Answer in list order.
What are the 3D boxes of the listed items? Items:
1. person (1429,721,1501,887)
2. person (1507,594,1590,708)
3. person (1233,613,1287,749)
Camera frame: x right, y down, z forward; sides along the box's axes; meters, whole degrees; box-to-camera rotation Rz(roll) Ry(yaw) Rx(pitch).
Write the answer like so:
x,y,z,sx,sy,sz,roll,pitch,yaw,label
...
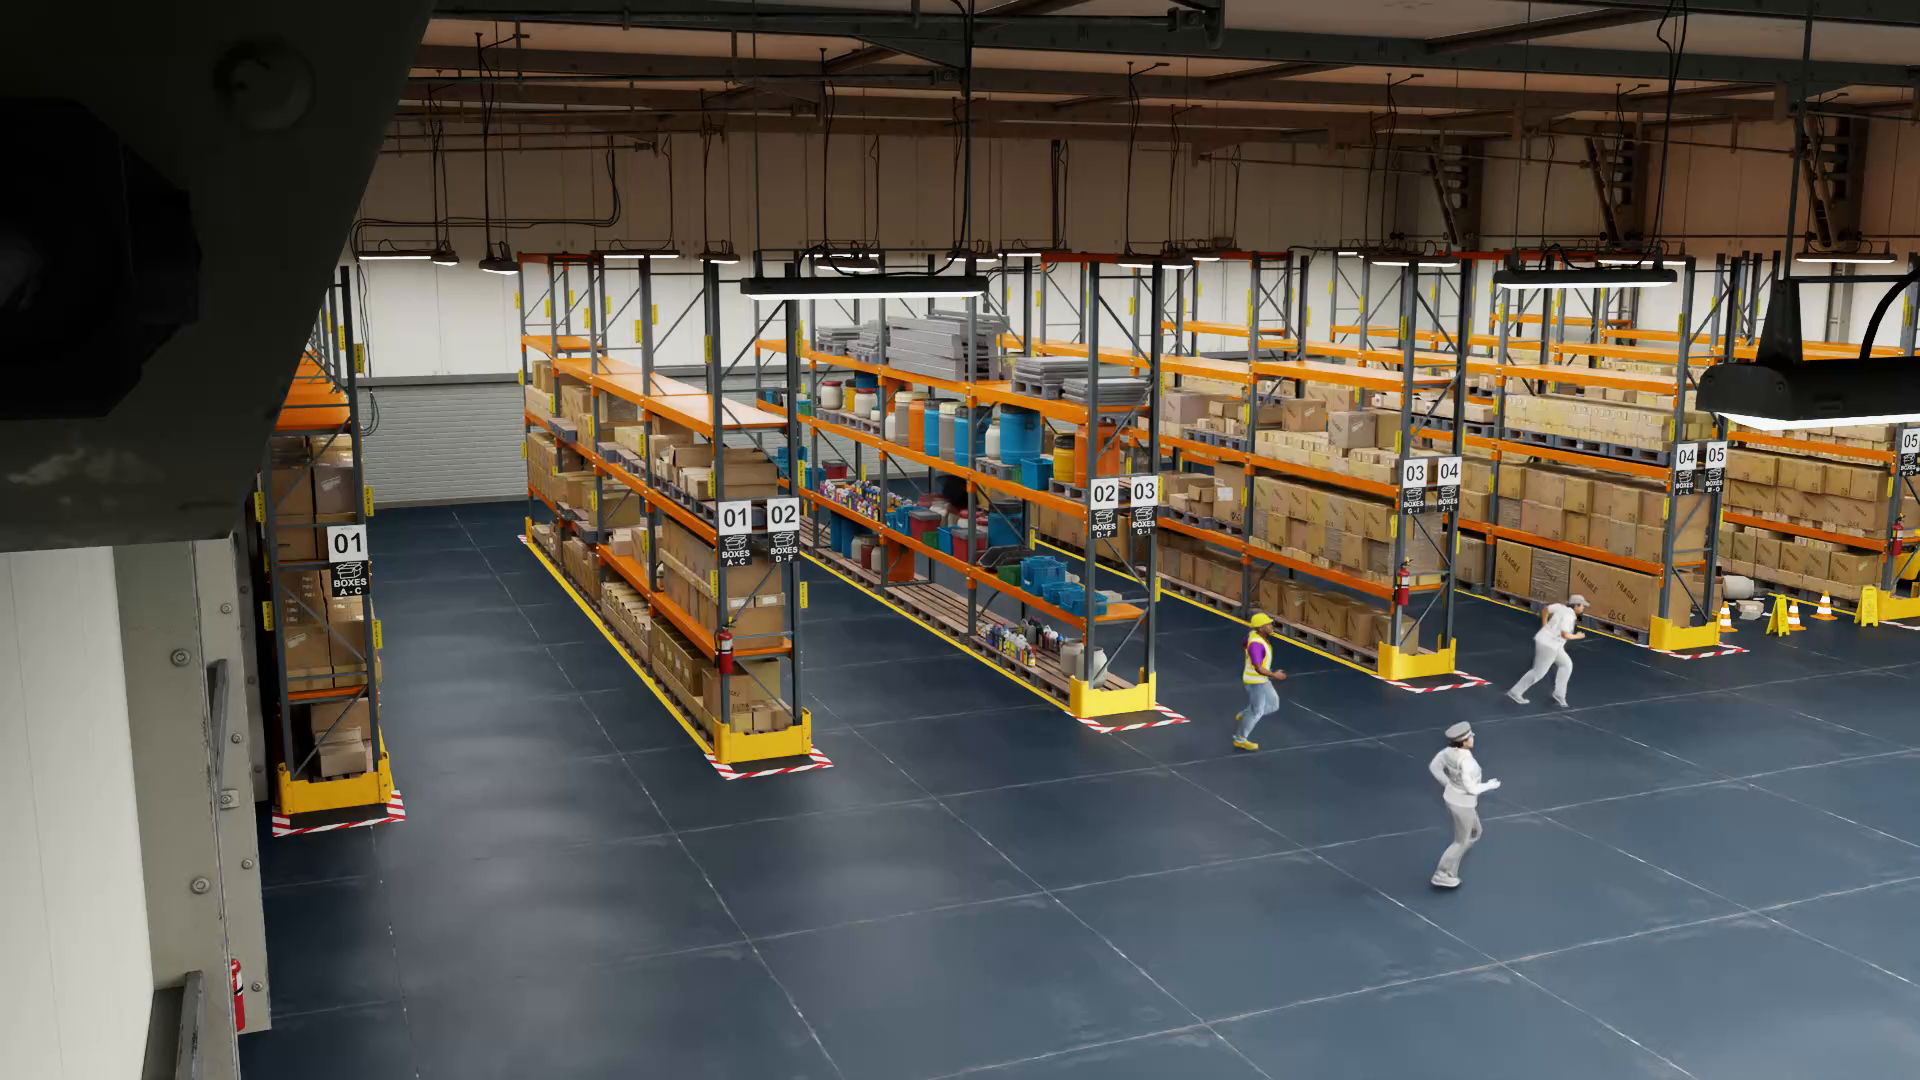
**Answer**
x,y,z,sx,sy,sz,roll,pitch,yaw,label
4.935,2.585,16.254,0.614,1.690,0.596,-1,10,-4,person
7.976,1.518,22.563,1.006,1.618,0.630,2,10,8,person
3.754,1.744,20.744,0.651,1.720,0.737,2,11,12,person
